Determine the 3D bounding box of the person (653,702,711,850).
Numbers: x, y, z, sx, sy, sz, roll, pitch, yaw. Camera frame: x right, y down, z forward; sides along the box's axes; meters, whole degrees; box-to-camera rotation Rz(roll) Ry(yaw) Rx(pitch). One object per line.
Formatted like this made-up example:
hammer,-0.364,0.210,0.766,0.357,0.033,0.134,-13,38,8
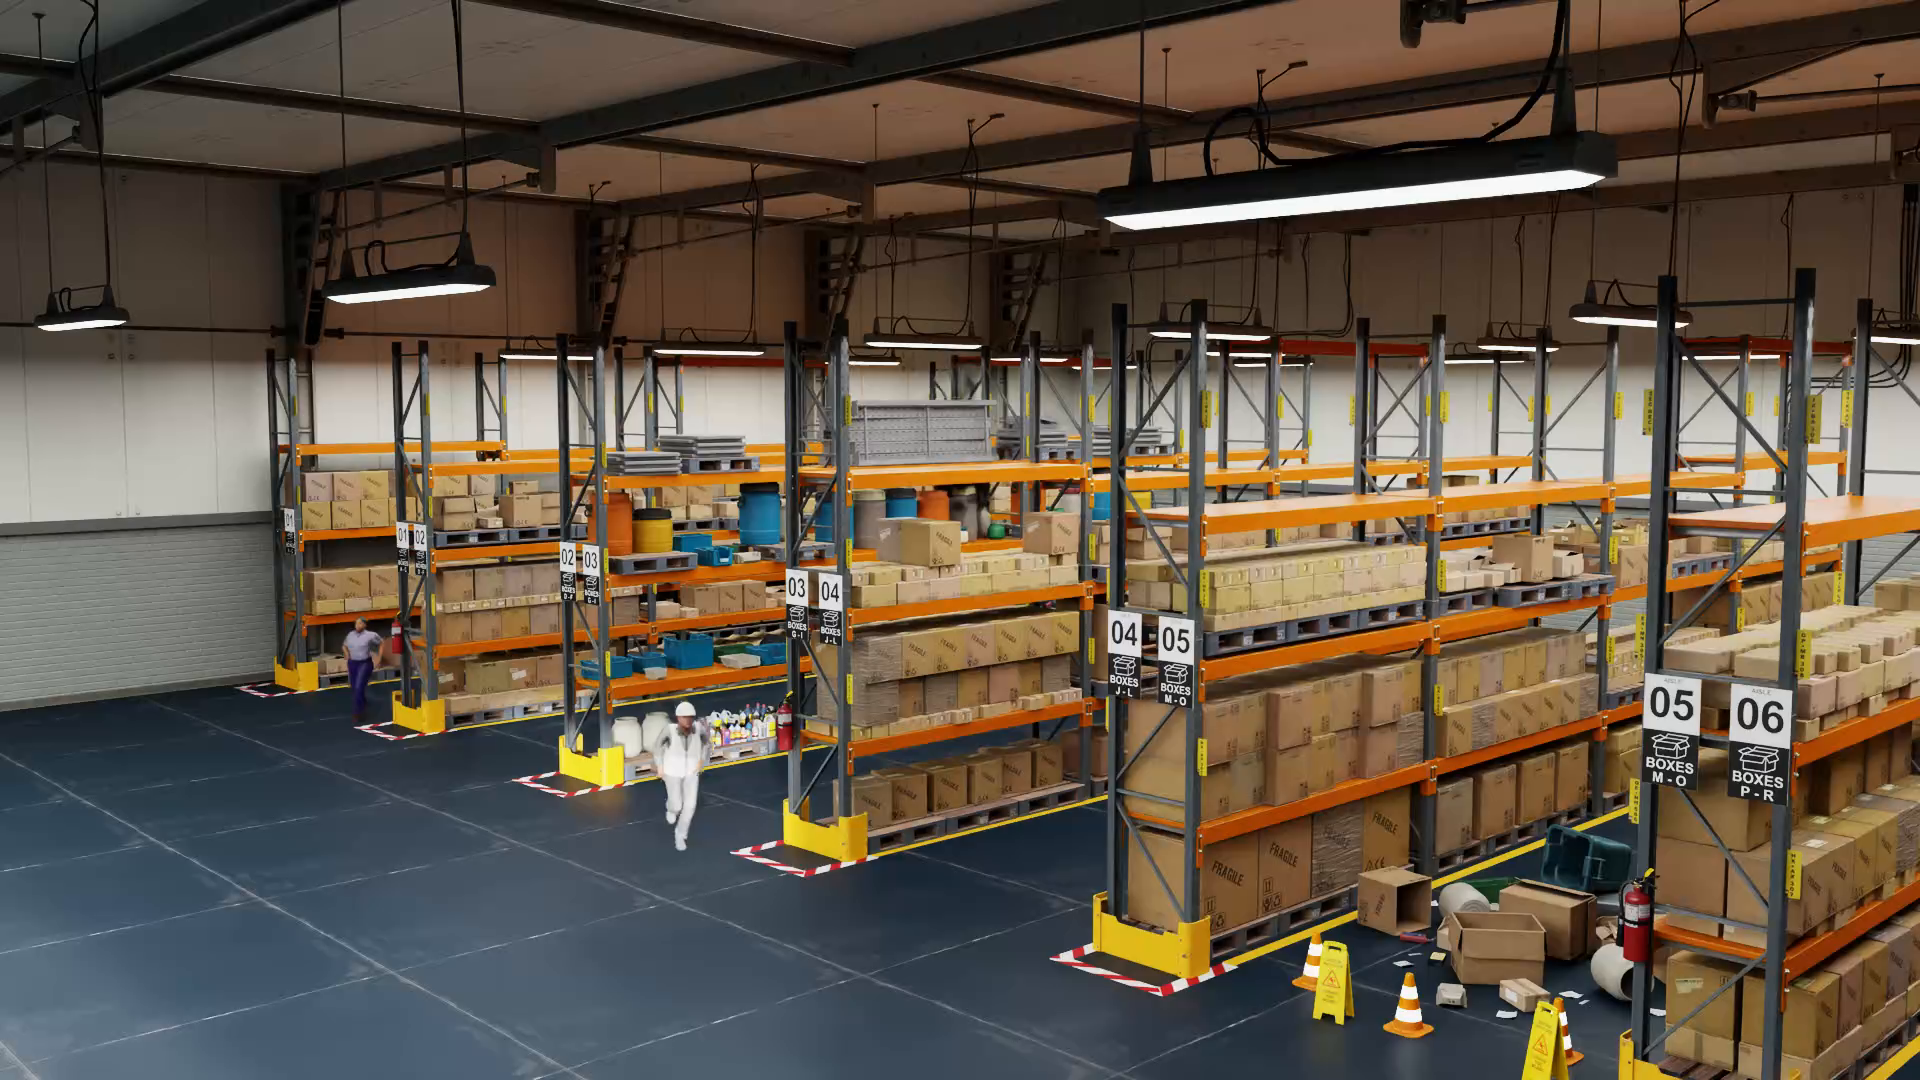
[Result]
person,-3.206,2.679,19.173,0.650,1.720,0.853,-2,5,-26

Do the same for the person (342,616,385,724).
person,-9.558,2.042,26.587,0.647,1.676,0.848,1,5,10
